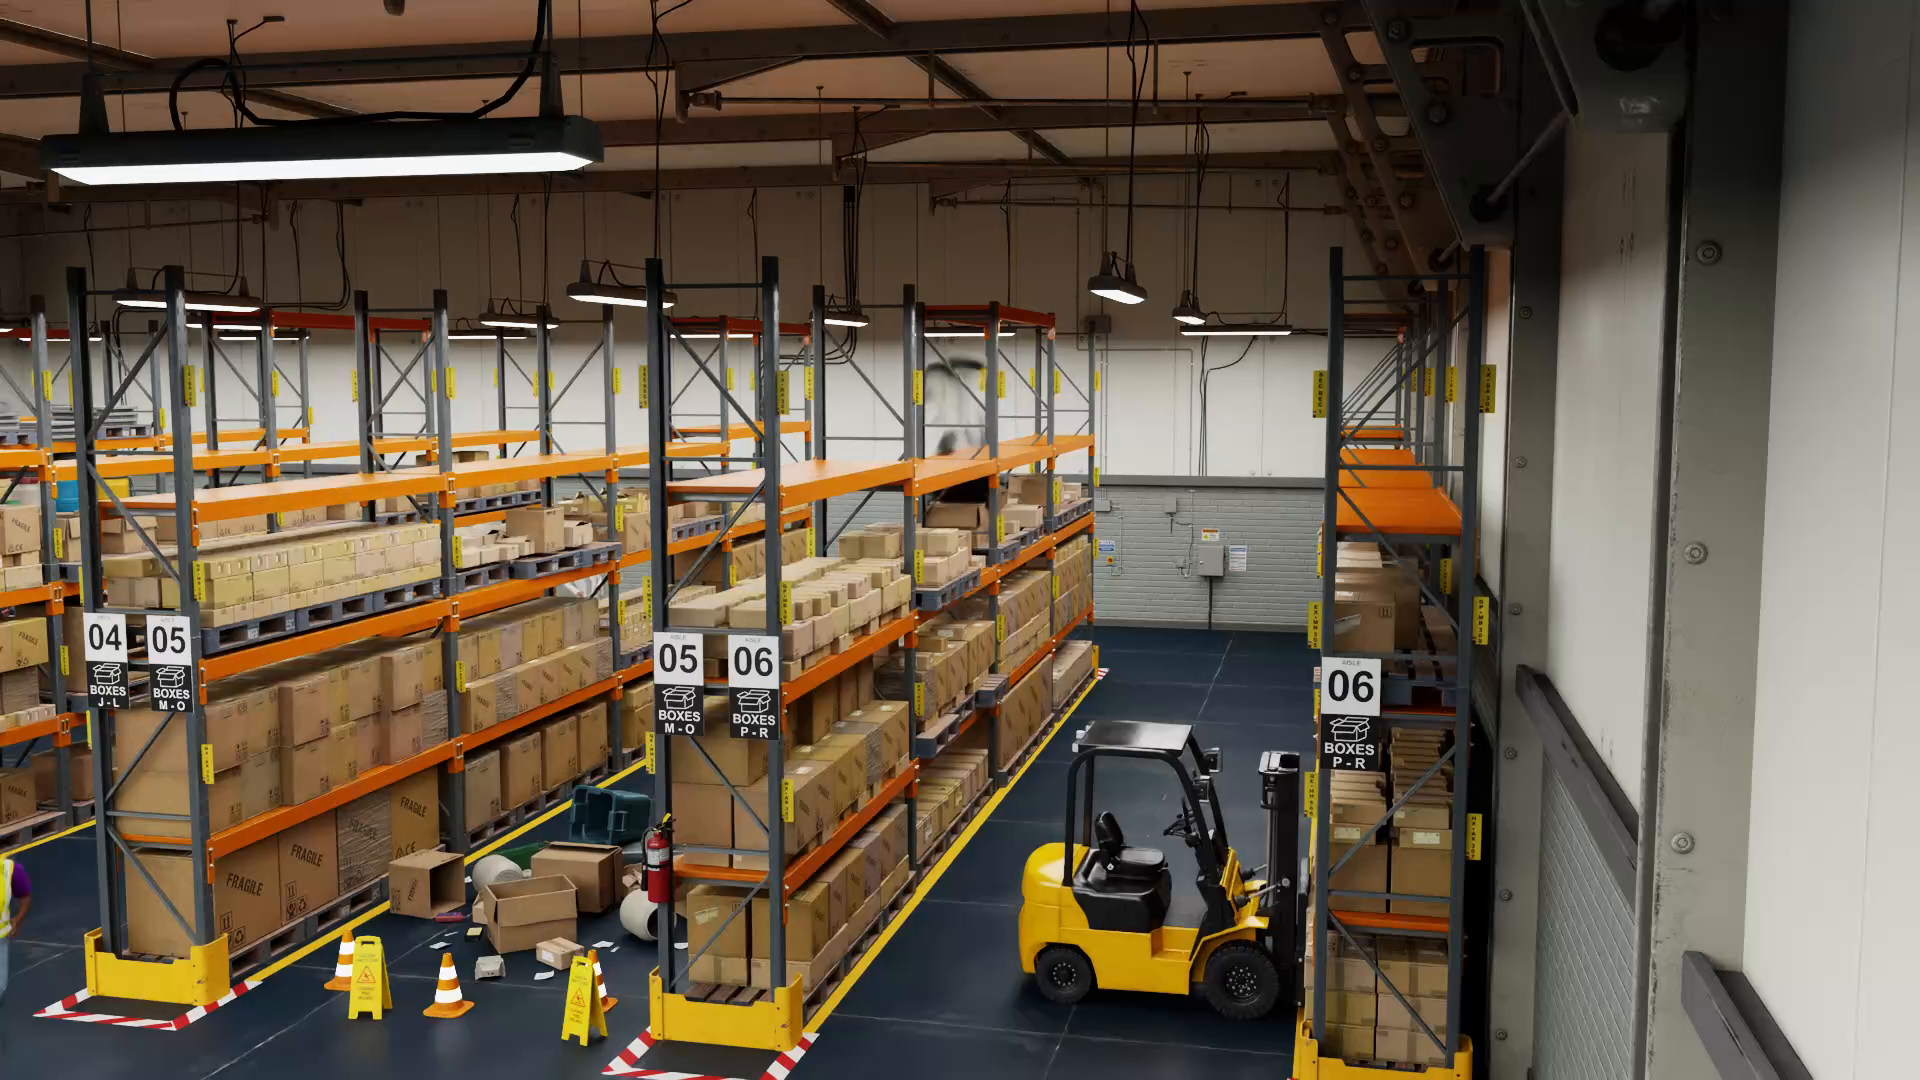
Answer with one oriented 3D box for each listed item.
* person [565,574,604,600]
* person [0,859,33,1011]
[{"bbox_3d":[-7.105,1.124,31.537,0.738,1.731,0.615,-3,7,-31],"label":"person"},{"bbox_3d":[-7.522,3.046,12.768,0.734,1.722,0.710,-5,8,-40],"label":"person"}]
